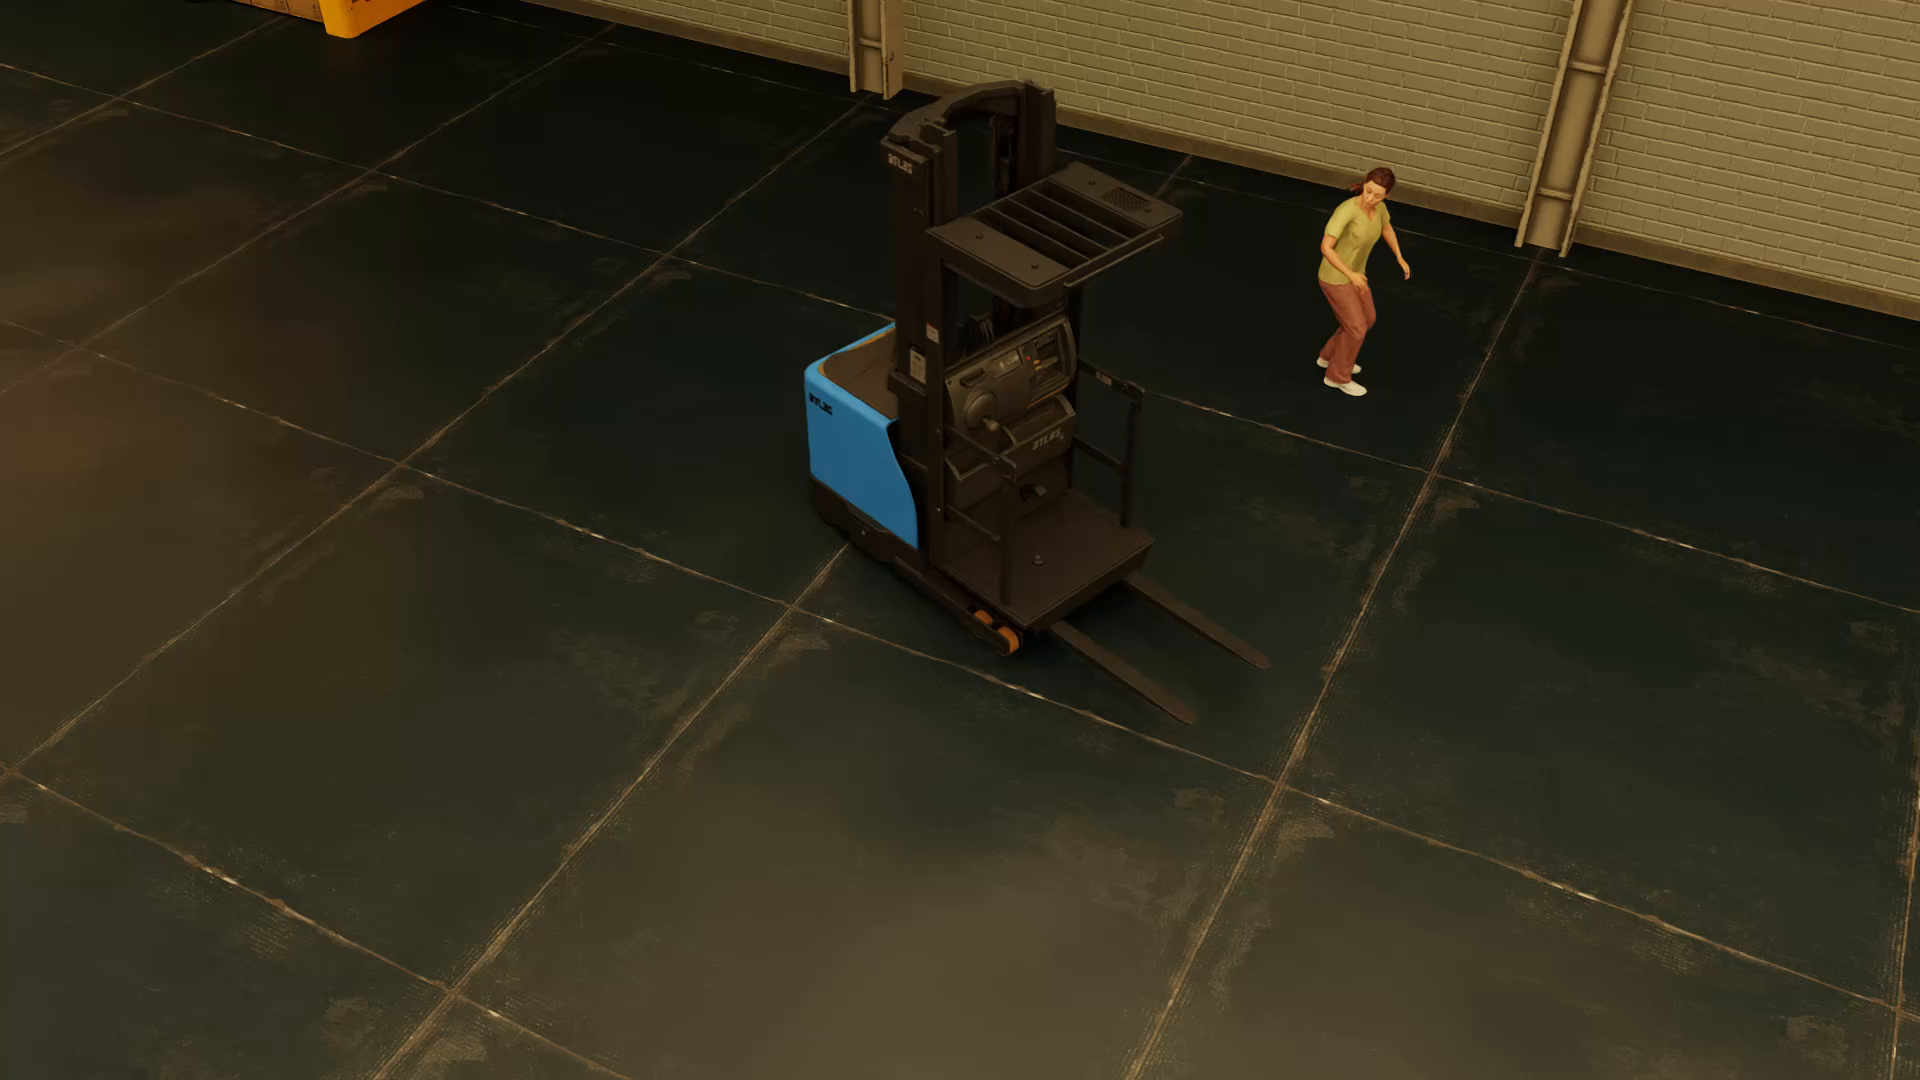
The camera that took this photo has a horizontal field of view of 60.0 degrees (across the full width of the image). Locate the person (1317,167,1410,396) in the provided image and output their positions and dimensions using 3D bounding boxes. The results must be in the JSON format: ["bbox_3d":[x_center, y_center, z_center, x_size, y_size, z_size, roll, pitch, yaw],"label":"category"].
[{"bbox_3d":[2.667,-1.738,11.095,0.477,1.618,0.687,30,48,30],"label":"person"}]

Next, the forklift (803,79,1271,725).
[{"bbox_3d":[0.430,-0.837,8.980,1.130,2.935,3.031,-31,49,-31],"label":"forklift"}]
